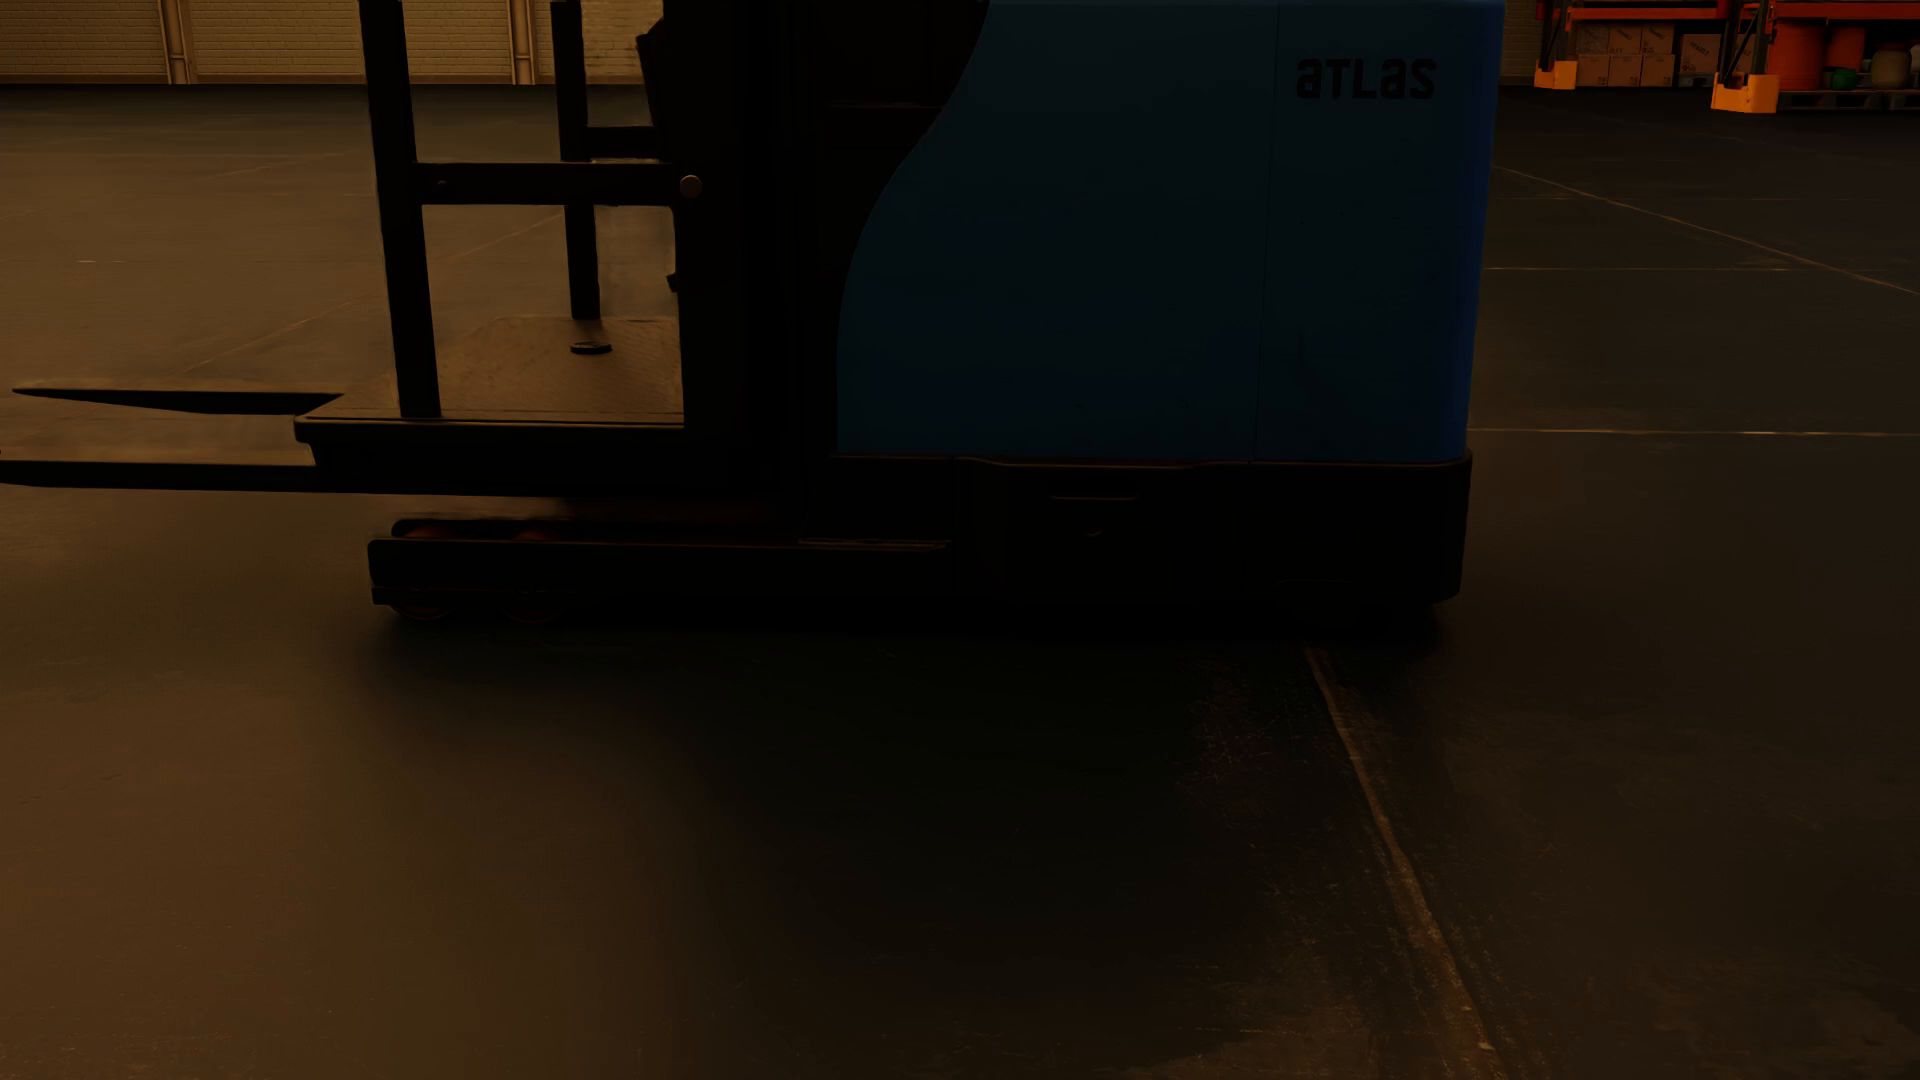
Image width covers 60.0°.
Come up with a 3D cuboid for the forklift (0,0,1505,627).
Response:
[{"bbox_3d":[-0.620,-1.408,2.963,3.031,2.935,1.130,1,17,4],"label":"forklift"}]
